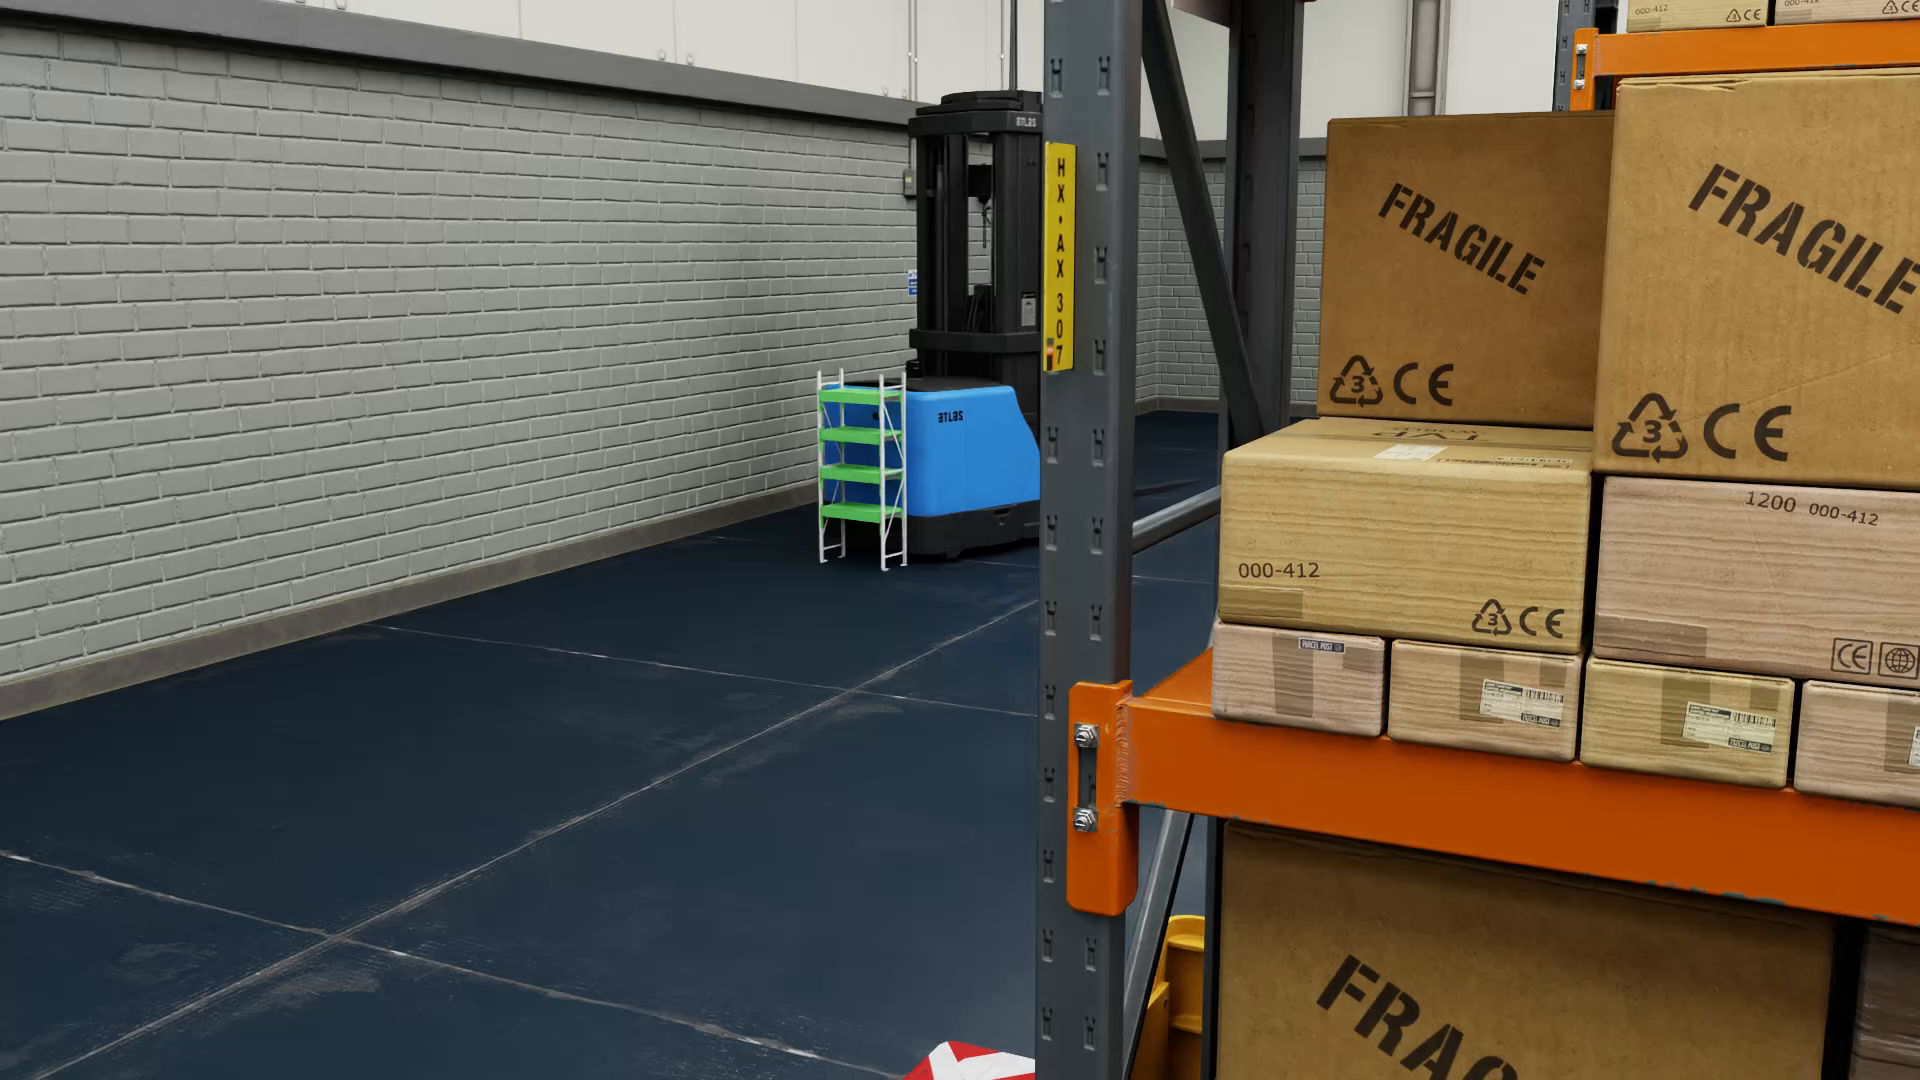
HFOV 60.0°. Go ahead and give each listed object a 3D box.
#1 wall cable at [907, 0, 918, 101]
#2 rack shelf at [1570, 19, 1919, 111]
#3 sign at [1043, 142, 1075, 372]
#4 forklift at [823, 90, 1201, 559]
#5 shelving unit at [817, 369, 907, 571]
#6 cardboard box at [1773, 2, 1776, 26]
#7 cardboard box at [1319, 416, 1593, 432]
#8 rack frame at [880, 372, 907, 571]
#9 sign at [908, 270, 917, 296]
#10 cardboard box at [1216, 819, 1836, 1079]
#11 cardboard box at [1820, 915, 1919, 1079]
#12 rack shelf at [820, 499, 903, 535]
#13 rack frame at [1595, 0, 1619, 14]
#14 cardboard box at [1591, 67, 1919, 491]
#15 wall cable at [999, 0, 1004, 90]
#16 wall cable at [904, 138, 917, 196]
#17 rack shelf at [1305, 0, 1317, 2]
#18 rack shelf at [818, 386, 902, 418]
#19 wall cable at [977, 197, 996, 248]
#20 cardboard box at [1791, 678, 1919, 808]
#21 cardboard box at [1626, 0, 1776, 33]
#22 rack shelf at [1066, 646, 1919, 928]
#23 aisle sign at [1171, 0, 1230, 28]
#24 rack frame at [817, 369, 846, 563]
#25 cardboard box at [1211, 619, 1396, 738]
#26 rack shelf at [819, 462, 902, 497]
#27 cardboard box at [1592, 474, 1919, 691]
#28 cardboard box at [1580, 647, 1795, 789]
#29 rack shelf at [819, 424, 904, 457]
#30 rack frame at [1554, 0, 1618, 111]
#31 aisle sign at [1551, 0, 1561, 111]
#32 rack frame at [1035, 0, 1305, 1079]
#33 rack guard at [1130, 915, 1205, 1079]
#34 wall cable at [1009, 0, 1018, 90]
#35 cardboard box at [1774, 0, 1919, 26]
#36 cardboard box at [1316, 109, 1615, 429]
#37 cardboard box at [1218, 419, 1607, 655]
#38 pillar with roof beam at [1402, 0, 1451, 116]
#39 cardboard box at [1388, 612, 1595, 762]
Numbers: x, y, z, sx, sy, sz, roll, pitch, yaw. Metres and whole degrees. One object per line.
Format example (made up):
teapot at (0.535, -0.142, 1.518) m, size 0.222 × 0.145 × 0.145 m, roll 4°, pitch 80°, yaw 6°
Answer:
wall cable at (-0.445, -4.972, 13.432) m, size 0.029 × 3.000 × 0.463 m, roll 5°, pitch 11°, yaw 26°
rack shelf at (4.475, -1.782, 6.252) m, size 4.000 × 0.370 × 1.077 m, roll 5°, pitch 11°, yaw 26°
sign at (0.145, -0.410, 2.422) m, size 0.005 × 0.325 × 0.100 m, roll 5°, pitch 11°, yaw 26°
forklift at (0.499, -1.527, 11.435) m, size 3.031 × 2.935 × 1.130 m, roll -10°, pitch 14°, yaw -44°
shelving unit at (-0.607, -0.442, 10.304) m, size 0.503 × 1.200 × 0.258 m, roll 7°, pitch 12°, yaw 34°
cardboard box at (3.206, -2.226, 7.107) m, size 0.500 × 0.250 × 0.500 m, roll 5°, pitch 11°, yaw 25°
cardboard box at (0.948, -0.110, 3.003) m, size 0.500 × 0.250 × 0.500 m, roll 5°, pitch 11°, yaw 25°
rack frame at (-0.407, -0.417, 10.166) m, size 0.015 × 1.200 × 0.240 m, roll 7°, pitch 12°, yaw 34°
sign at (-0.363, -2.187, 14.132) m, size 0.001 × 0.218 × 0.327 m, roll 5°, pitch 11°, yaw 26°
cardboard box at (1.005, 0.843, 2.937) m, size 0.875 × 0.875 × 0.875 m, roll 5°, pitch 11°, yaw 26°
cardboard box at (1.821, 0.915, 2.540) m, size 0.875 × 0.875 × 0.875 m, roll 5°, pitch 11°, yaw 26°
rack shelf at (-0.607, -0.143, 10.358) m, size 0.480 × 0.148 × 0.258 m, roll 7°, pitch 12°, yaw 34°
rack frame at (2.681, -3.770, 6.791) m, size 0.127 × 3.000 × 1.000 m, roll 5°, pitch 11°, yaw 26°
cardboard box at (1.155, -0.355, 2.248) m, size 0.500 × 0.500 × 0.500 m, roll 5°, pitch 11°, yaw 24°
wall cable at (-0.110, -5.091, 14.094) m, size 0.029 × 3.000 × 2.355 m, roll 5°, pitch 11°, yaw 26°
wall cable at (-0.286, -2.572, 14.079) m, size 0.123 × 1.953 × 0.585 m, roll 5°, pitch 11°, yaw 26°
rack shelf at (2.189, -0.998, 1.919) m, size 4.000 × 0.370 × 1.077 m, roll 5°, pitch 11°, yaw 26°
rack shelf at (-0.607, -0.852, 10.230) m, size 0.480 × 0.148 × 0.258 m, roll 7°, pitch 12°, yaw 34°
wall cable at (0.331, -2.784, 15.339) m, size 0.122 × 1.984 × 0.588 m, roll 5°, pitch 11°, yaw 26°
cardboard box at (1.263, 0.231, 2.235) m, size 0.250 × 0.149 × 0.380 m, roll 5°, pitch 11°, yaw 25°
cardboard box at (2.971, -2.144, 6.651) m, size 0.500 × 0.250 × 0.500 m, roll 5°, pitch 12°, yaw 28°
rack shelf at (2.189, 0.478, 2.186) m, size 4.000 × 0.370 × 1.077 m, roll 5°, pitch 11°, yaw 26°
aisle sign at (0.464, -1.366, 3.057) m, size 0.004 × 0.787 × 0.394 m, roll 5°, pitch 11°, yaw 26°
rack frame at (-0.807, -0.467, 10.441) m, size 0.015 × 1.200 × 0.240 m, roll 7°, pitch 12°, yaw 34°
cardboard box at (0.568, 0.171, 2.569) m, size 0.250 × 0.149 × 0.380 m, roll 5°, pitch 11°, yaw 26°
rack shelf at (-0.607, -0.379, 10.315) m, size 0.480 × 0.148 × 0.258 m, roll 7°, pitch 12°, yaw 34°
cardboard box at (1.176, 0.015, 2.312) m, size 0.500 × 0.250 × 0.500 m, roll 5°, pitch 11°, yaw 25°
cardboard box at (1.029, 0.211, 2.348) m, size 0.250 × 0.149 × 0.380 m, roll 5°, pitch 11°, yaw 24°
rack shelf at (-0.607, -0.615, 10.272) m, size 0.480 × 0.148 × 0.258 m, roll 7°, pitch 12°, yaw 34°
rack frame at (2.681, -0.818, 7.326) m, size 0.127 × 3.000 × 1.000 m, roll 5°, pitch 11°, yaw 26°
aisle sign at (2.483, -2.055, 6.861) m, size 0.004 × 0.787 × 0.394 m, roll 5°, pitch 11°, yaw 26°
rack frame at (0.397, -0.034, 2.996) m, size 0.053 × 2.616 × 0.949 m, roll 5°, pitch 11°, yaw 26°
rack guard at (0.374, 1.195, 3.226) m, size 0.348 × 0.500 × 1.175 m, roll 5°, pitch 11°, yaw 26°
wall cable at (1.157, -5.552, 16.533) m, size 0.133 × 3.039 × 2.988 m, roll 5°, pitch 11°, yaw 26°
cardboard box at (3.441, -2.102, 6.418) m, size 0.500 × 0.250 × 0.500 m, roll 5°, pitch 12°, yaw 28°
cardboard box at (0.949, -0.479, 2.933) m, size 0.500 × 0.500 × 0.500 m, roll 5°, pitch 11°, yaw 27°
cardboard box at (0.707, -0.025, 2.532) m, size 0.500 × 0.250 × 0.500 m, roll 5°, pitch 11°, yaw 24°
pillar with roof beam at (3.050, -5.030, 13.756) m, size 0.400 × 9.000 × 9.100 m, roll 5°, pitch 11°, yaw 26°
cardboard box at (0.799, 0.191, 2.459) m, size 0.250 × 0.149 × 0.380 m, roll 5°, pitch 11°, yaw 25°
